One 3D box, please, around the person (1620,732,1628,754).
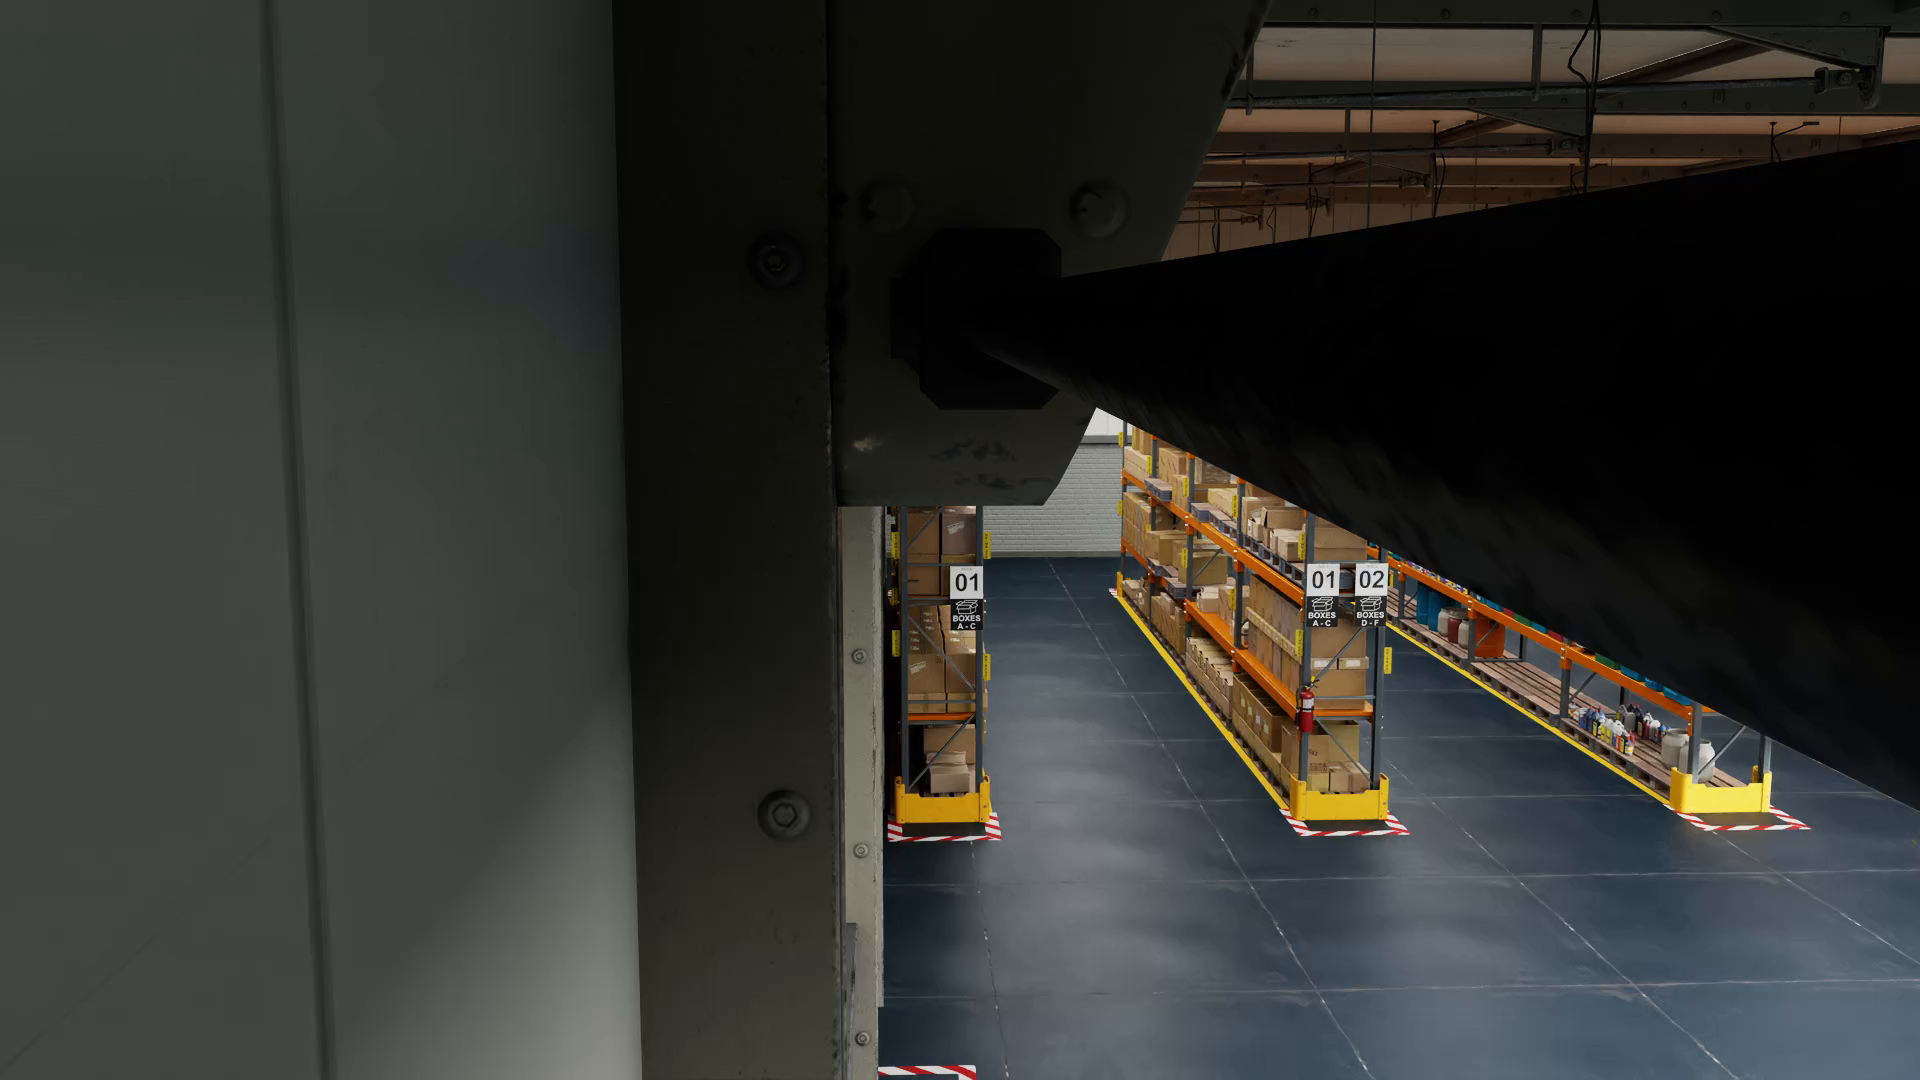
[{"bbox_3d":[13.487,2.750,20.085,10.388,1.569,1.164,6,10,38],"label":"person"}]
